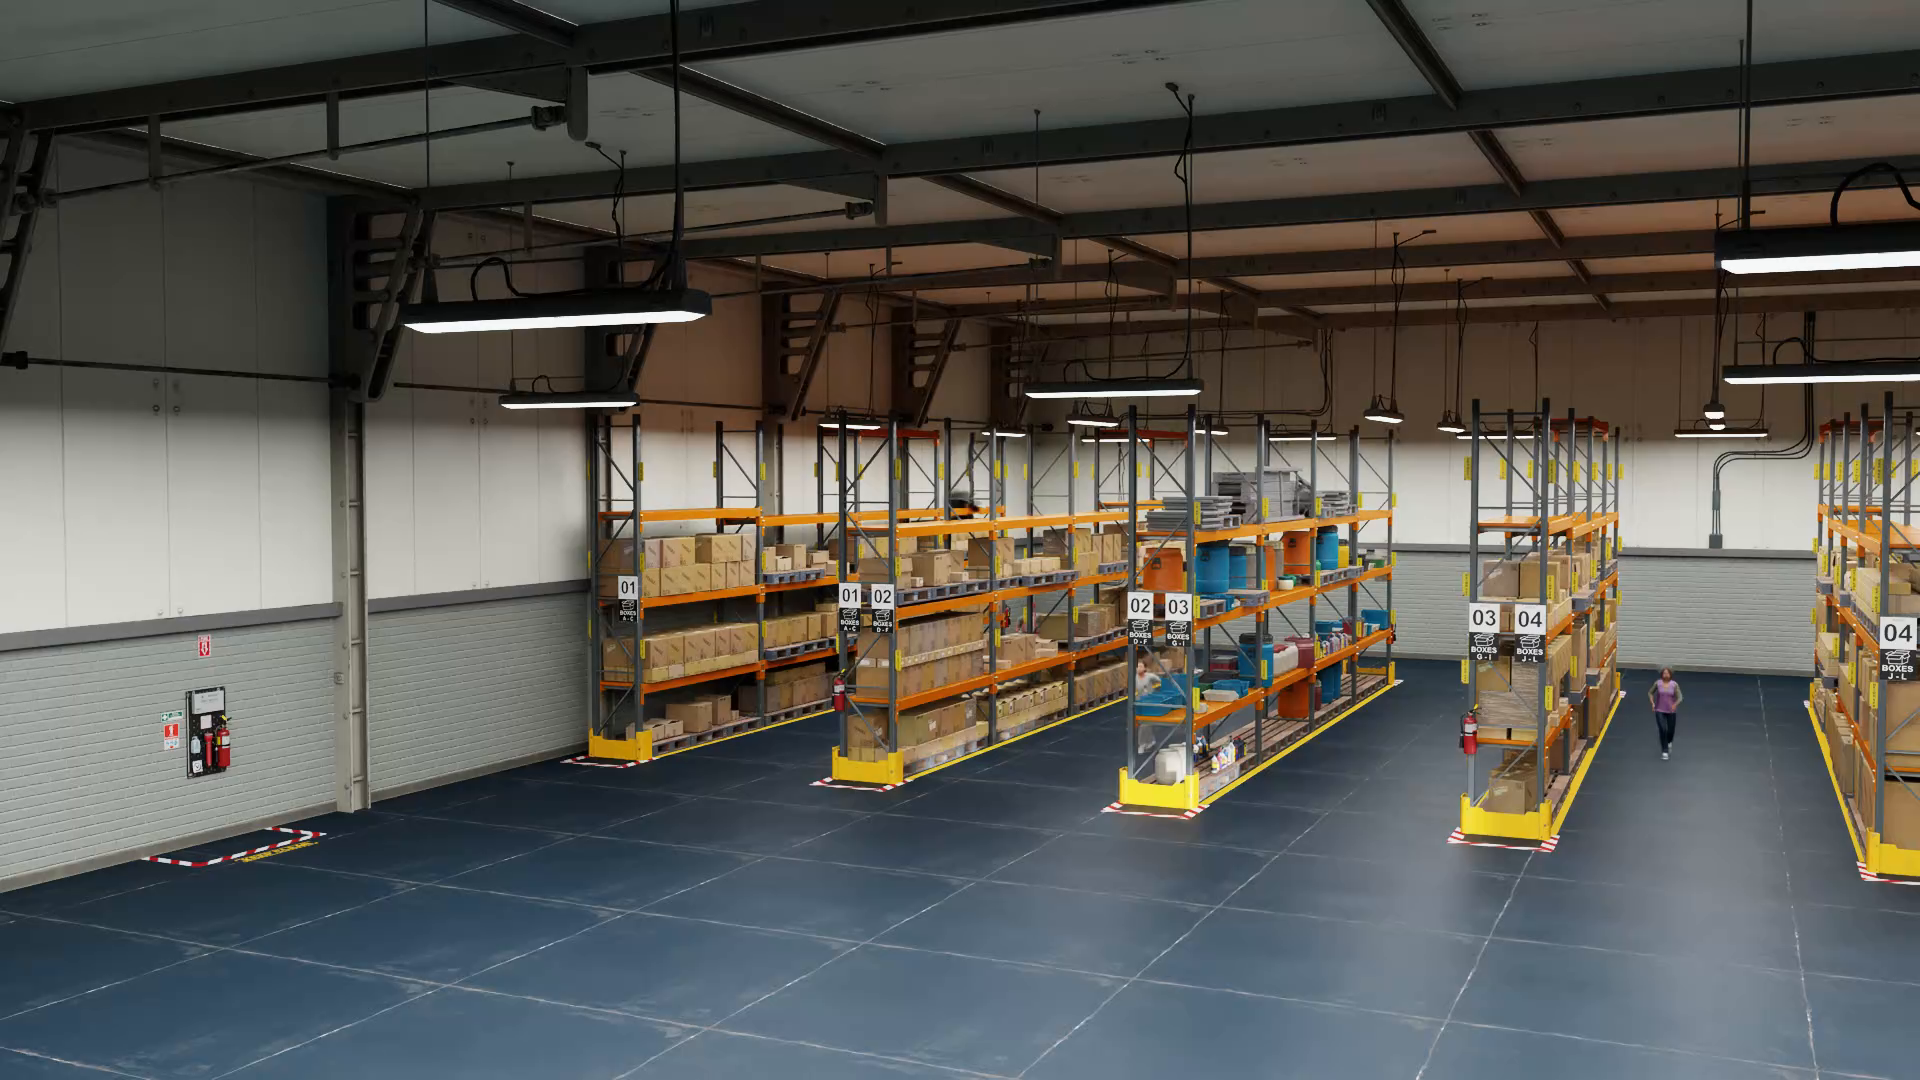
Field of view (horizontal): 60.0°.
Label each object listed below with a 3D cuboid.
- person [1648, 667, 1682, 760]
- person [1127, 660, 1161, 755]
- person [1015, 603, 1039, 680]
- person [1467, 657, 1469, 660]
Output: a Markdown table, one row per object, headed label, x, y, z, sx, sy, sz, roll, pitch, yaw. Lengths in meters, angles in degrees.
| label | x | y | z | sx | sy | sz | roll | pitch | yaw |
| --- | --- | --- | --- | --- | --- | --- | --- | --- | --- |
| person | 12.333 | 3.014 | 29.096 | 0.557 | 1.584 | 0.707 | 1 | 2 | 20 |
| person | 3.282 | 2.954 | 29.536 | 0.588 | 1.678 | 0.816 | 1 | 3 | 27 |
| person | 1.563 | 2.290 | 37.487 | 0.684 | 1.793 | 0.950 | 1 | 2 | 20 |
| person | 10.413 | 2.868 | 33.433 | 0.566 | 1.559 | 0.724 | 1 | 3 | 25 |
